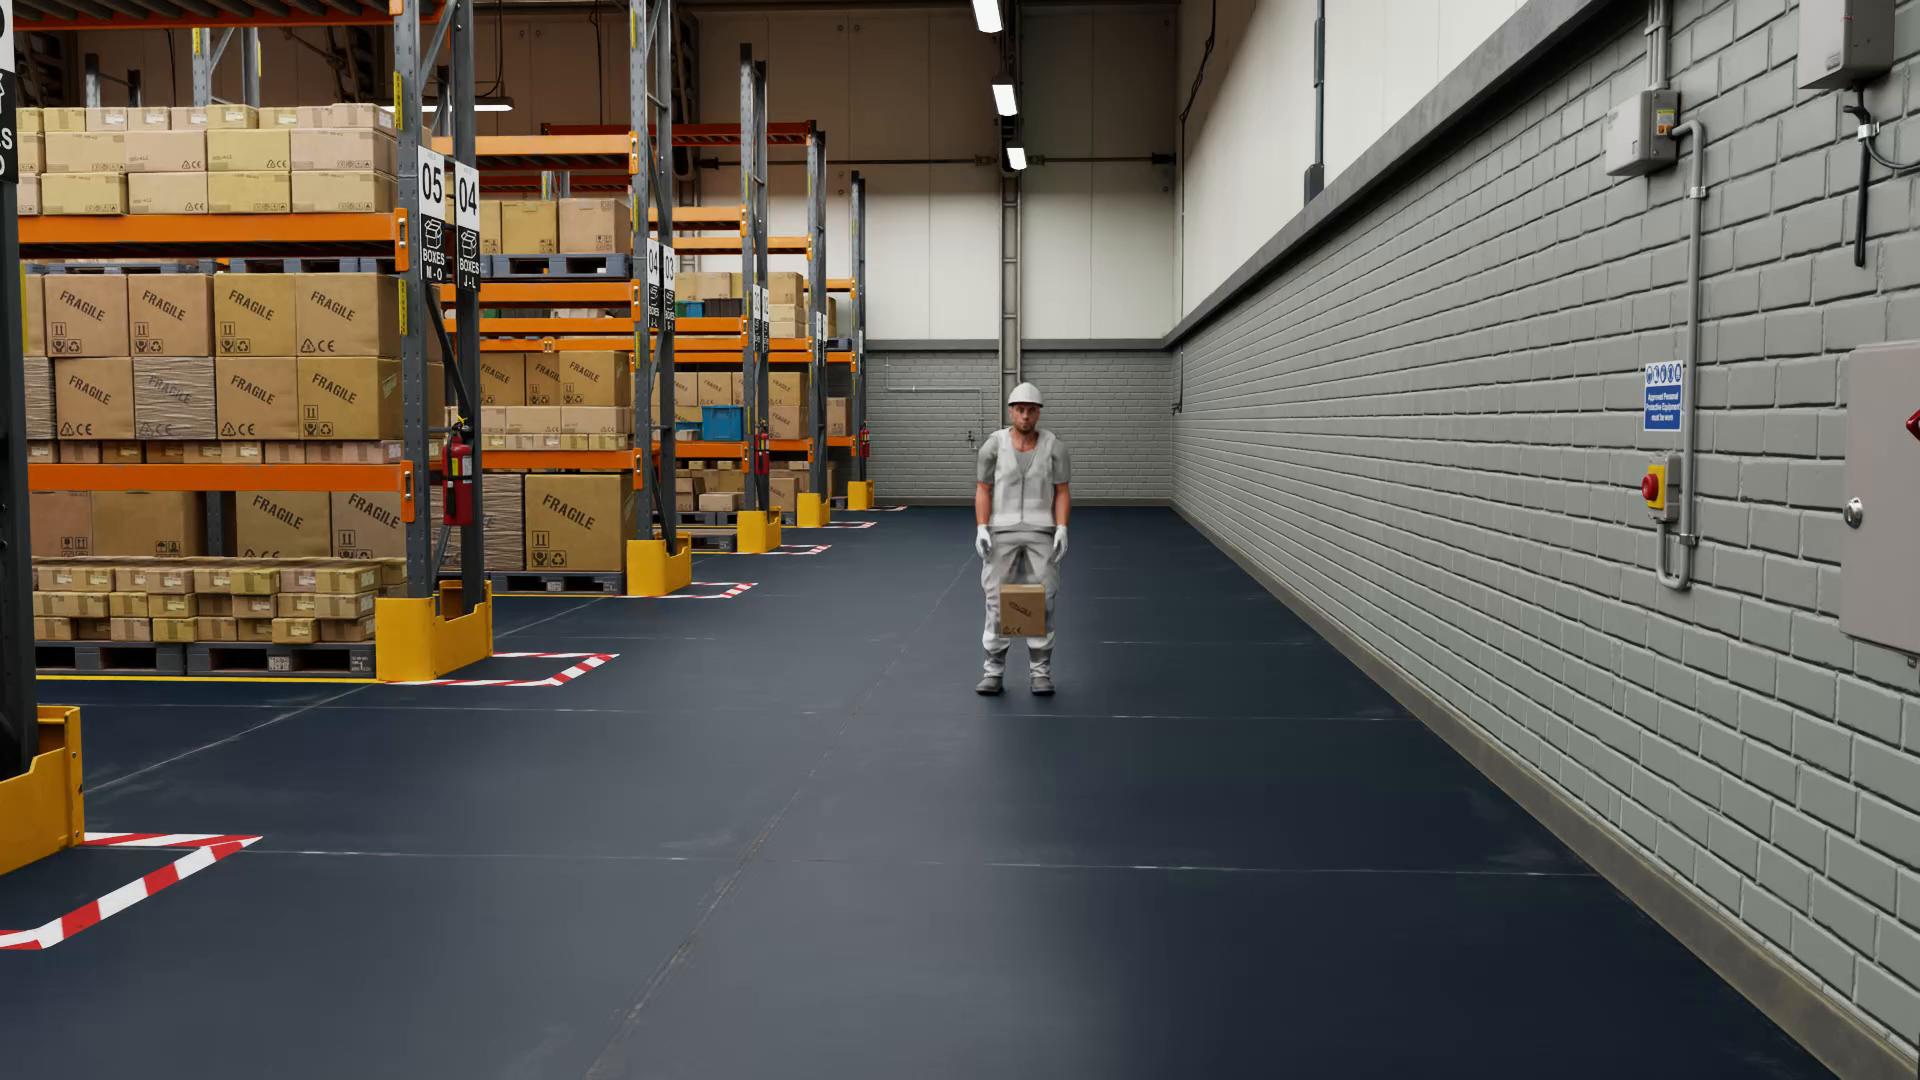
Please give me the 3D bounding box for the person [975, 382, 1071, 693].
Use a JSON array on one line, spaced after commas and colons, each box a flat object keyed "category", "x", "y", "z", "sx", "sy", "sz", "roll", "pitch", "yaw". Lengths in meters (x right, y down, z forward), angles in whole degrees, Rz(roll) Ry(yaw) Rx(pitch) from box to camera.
[{"category": "person", "x": 0.363, "y": -0.012, "z": 9.587, "sx": 0.553, "sy": 1.785, "sz": 0.417, "roll": 0, "pitch": 4, "yaw": 2}]
